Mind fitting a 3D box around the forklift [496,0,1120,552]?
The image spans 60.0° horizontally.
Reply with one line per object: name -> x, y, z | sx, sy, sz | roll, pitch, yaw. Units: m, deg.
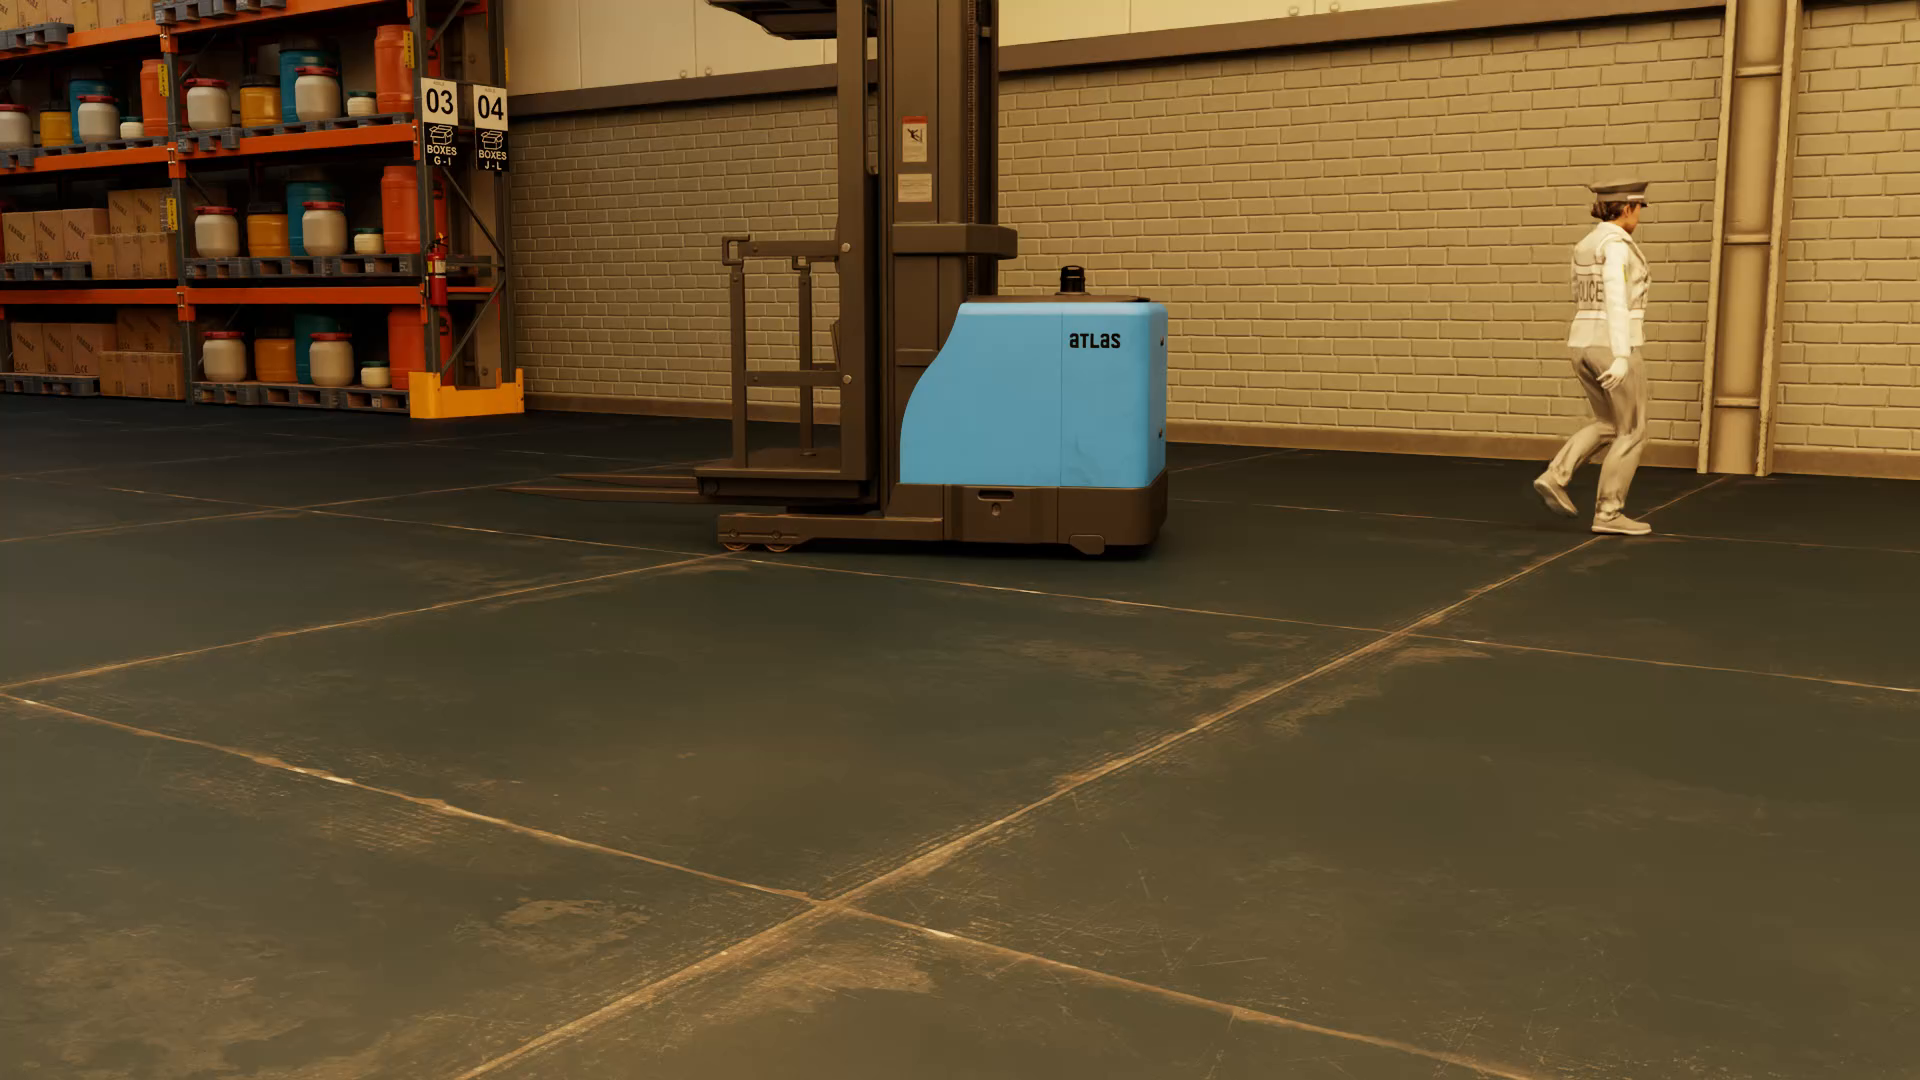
forklift -> -0.595, -1.469, 7.524 | 3.031, 2.935, 1.121 | 2, 8, 12

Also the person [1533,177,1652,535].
person -> 3.000, -0.850, 7.751 | 0.508, 1.649, 0.694 | -1, 8, -8
